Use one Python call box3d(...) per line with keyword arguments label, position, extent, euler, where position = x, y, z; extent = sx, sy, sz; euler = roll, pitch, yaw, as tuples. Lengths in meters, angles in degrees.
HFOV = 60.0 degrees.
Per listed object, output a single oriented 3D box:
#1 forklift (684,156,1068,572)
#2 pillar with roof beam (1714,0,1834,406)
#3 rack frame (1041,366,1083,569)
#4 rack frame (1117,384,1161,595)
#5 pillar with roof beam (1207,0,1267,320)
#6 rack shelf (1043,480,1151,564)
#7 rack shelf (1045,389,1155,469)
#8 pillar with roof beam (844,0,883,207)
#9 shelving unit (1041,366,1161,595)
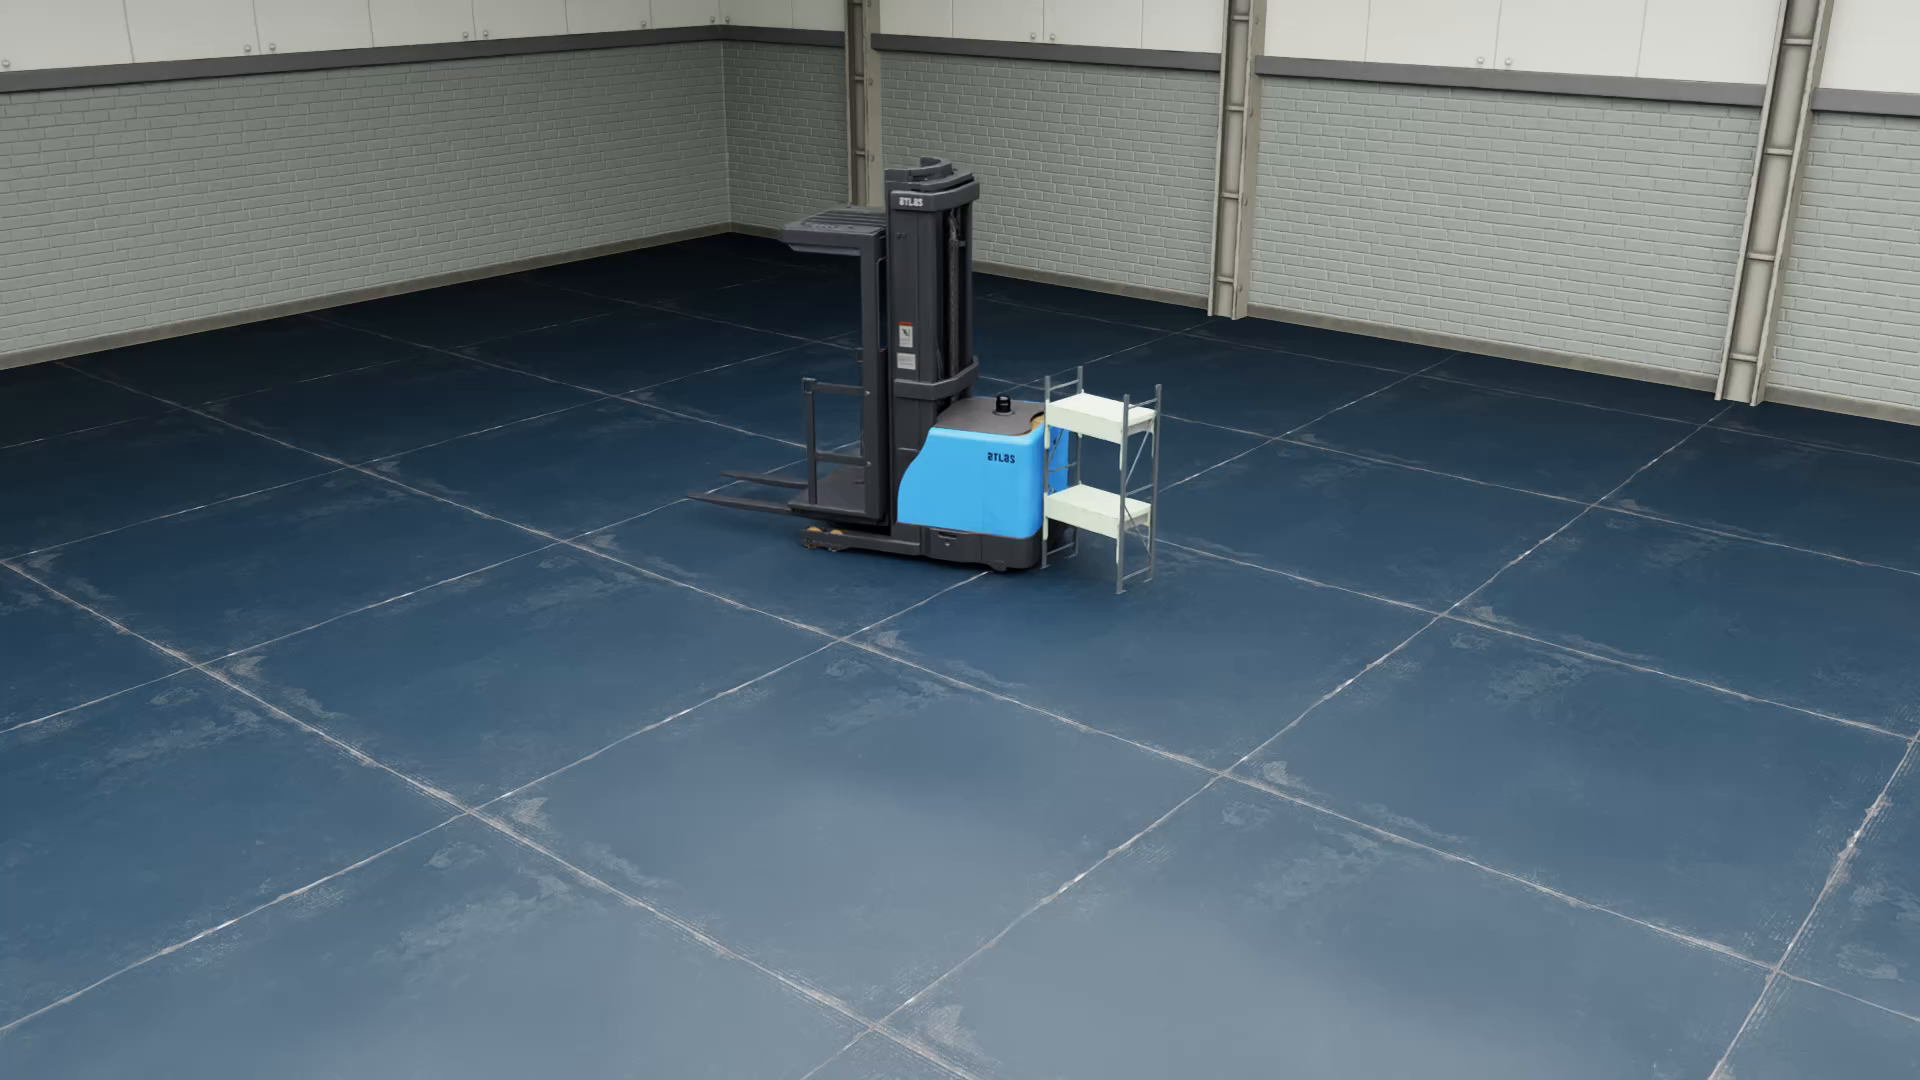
box3d(label="forklift", position=(-0.714, -1.444, 12.844), extent=(3.031, 2.935, 1.130), euler=(8, 22, 20))
box3d(label="pillar with roof beam", position=(5.227, -4.466, 12.257), extent=(0.400, 9.000, 9.100), euler=(16, 26, 36))
box3d(label="rack frame", position=(0.763, -0.536, 12.465), extent=(0.023, 1.500, 0.400), euler=(19, 28, 41))
box3d(label="rack frame", position=(1.290, -0.357, 11.989), extent=(0.023, 1.500, 0.400), euler=(19, 28, 41))
box3d(label="pillar with roof beam", position=(0.579, -5.805, 15.807), extent=(0.400, 9.000, 9.100), euler=(16, 26, 36))
box3d(label="rack shelf", position=(1.026, -0.142, 12.342), extent=(0.720, 0.370, 0.431), euler=(19, 28, 41))
box3d(label="rack shelf", position=(1.026, -0.812, 12.089), extent=(0.720, 0.370, 0.431), euler=(19, 28, 41))
box3d(label="pillar with roof beam", position=(-4.069, -7.143, 19.357), extent=(0.400, 9.000, 9.100), euler=(16, 26, 36))
box3d(label="shelving unit", position=(1.026, -0.447, 12.227), extent=(0.755, 1.500, 0.431), euler=(19, 28, 41))
